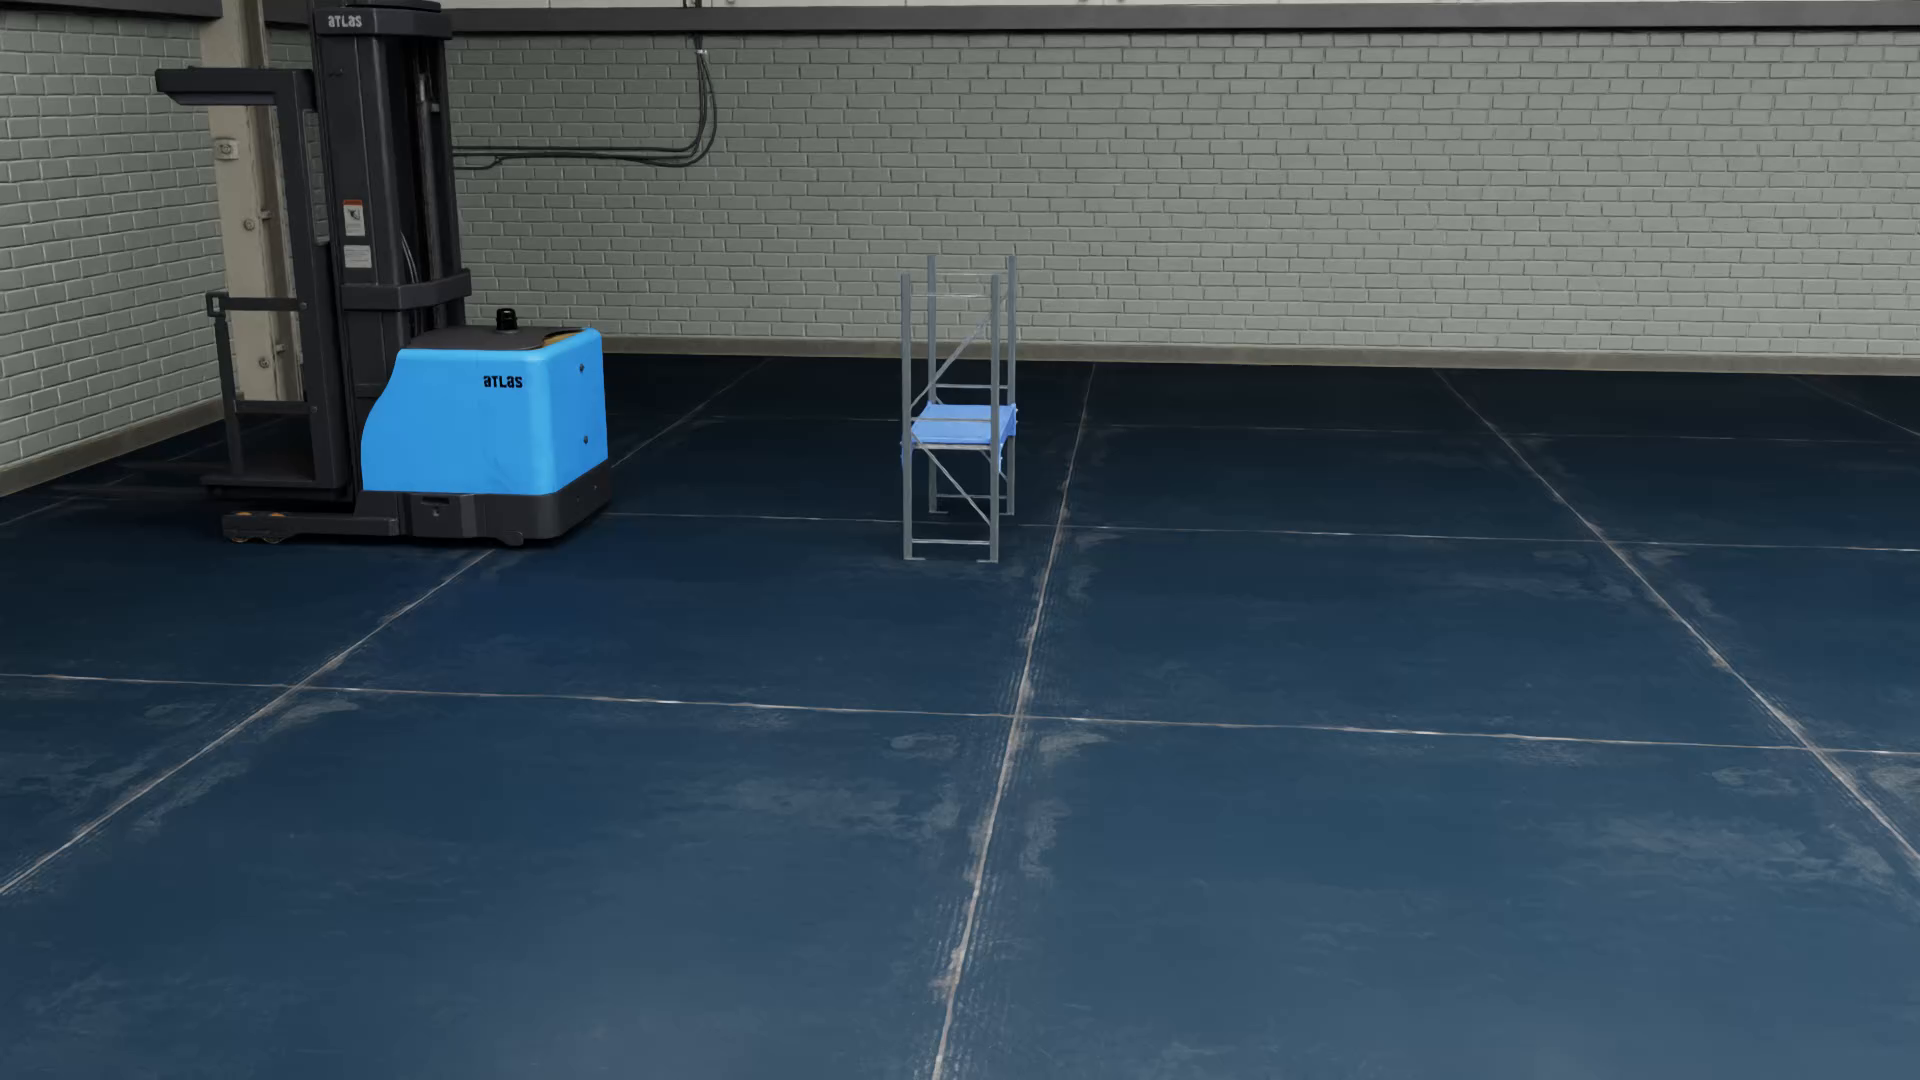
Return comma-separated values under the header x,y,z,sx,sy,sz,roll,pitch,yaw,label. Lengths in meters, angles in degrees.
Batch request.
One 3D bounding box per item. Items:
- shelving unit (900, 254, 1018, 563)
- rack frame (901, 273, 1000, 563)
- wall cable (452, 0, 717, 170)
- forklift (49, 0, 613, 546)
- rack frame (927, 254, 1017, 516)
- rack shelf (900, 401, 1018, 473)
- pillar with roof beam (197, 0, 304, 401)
x,y,z,sx,sy,sz,roll,pitch,yaw,label
0.010,-0.746,9.048,0.538,1.500,1.048,2,15,6,shelving unit
-0.048,-0.614,8.561,0.500,1.500,0.032,2,15,6,rack frame
-3.731,-4.614,14.936,3.097,2.526,0.112,2,15,6,wall cable
-3.604,-1.530,9.205,3.031,2.935,1.130,2,15,7,forklift
0.067,-0.878,9.536,0.500,1.500,0.032,2,15,6,rack frame
0.010,-0.572,9.095,0.538,0.185,1.000,2,15,6,rack shelf
-1.100,-5.261,11.380,9.100,9.000,0.400,2,15,6,pillar with roof beam
